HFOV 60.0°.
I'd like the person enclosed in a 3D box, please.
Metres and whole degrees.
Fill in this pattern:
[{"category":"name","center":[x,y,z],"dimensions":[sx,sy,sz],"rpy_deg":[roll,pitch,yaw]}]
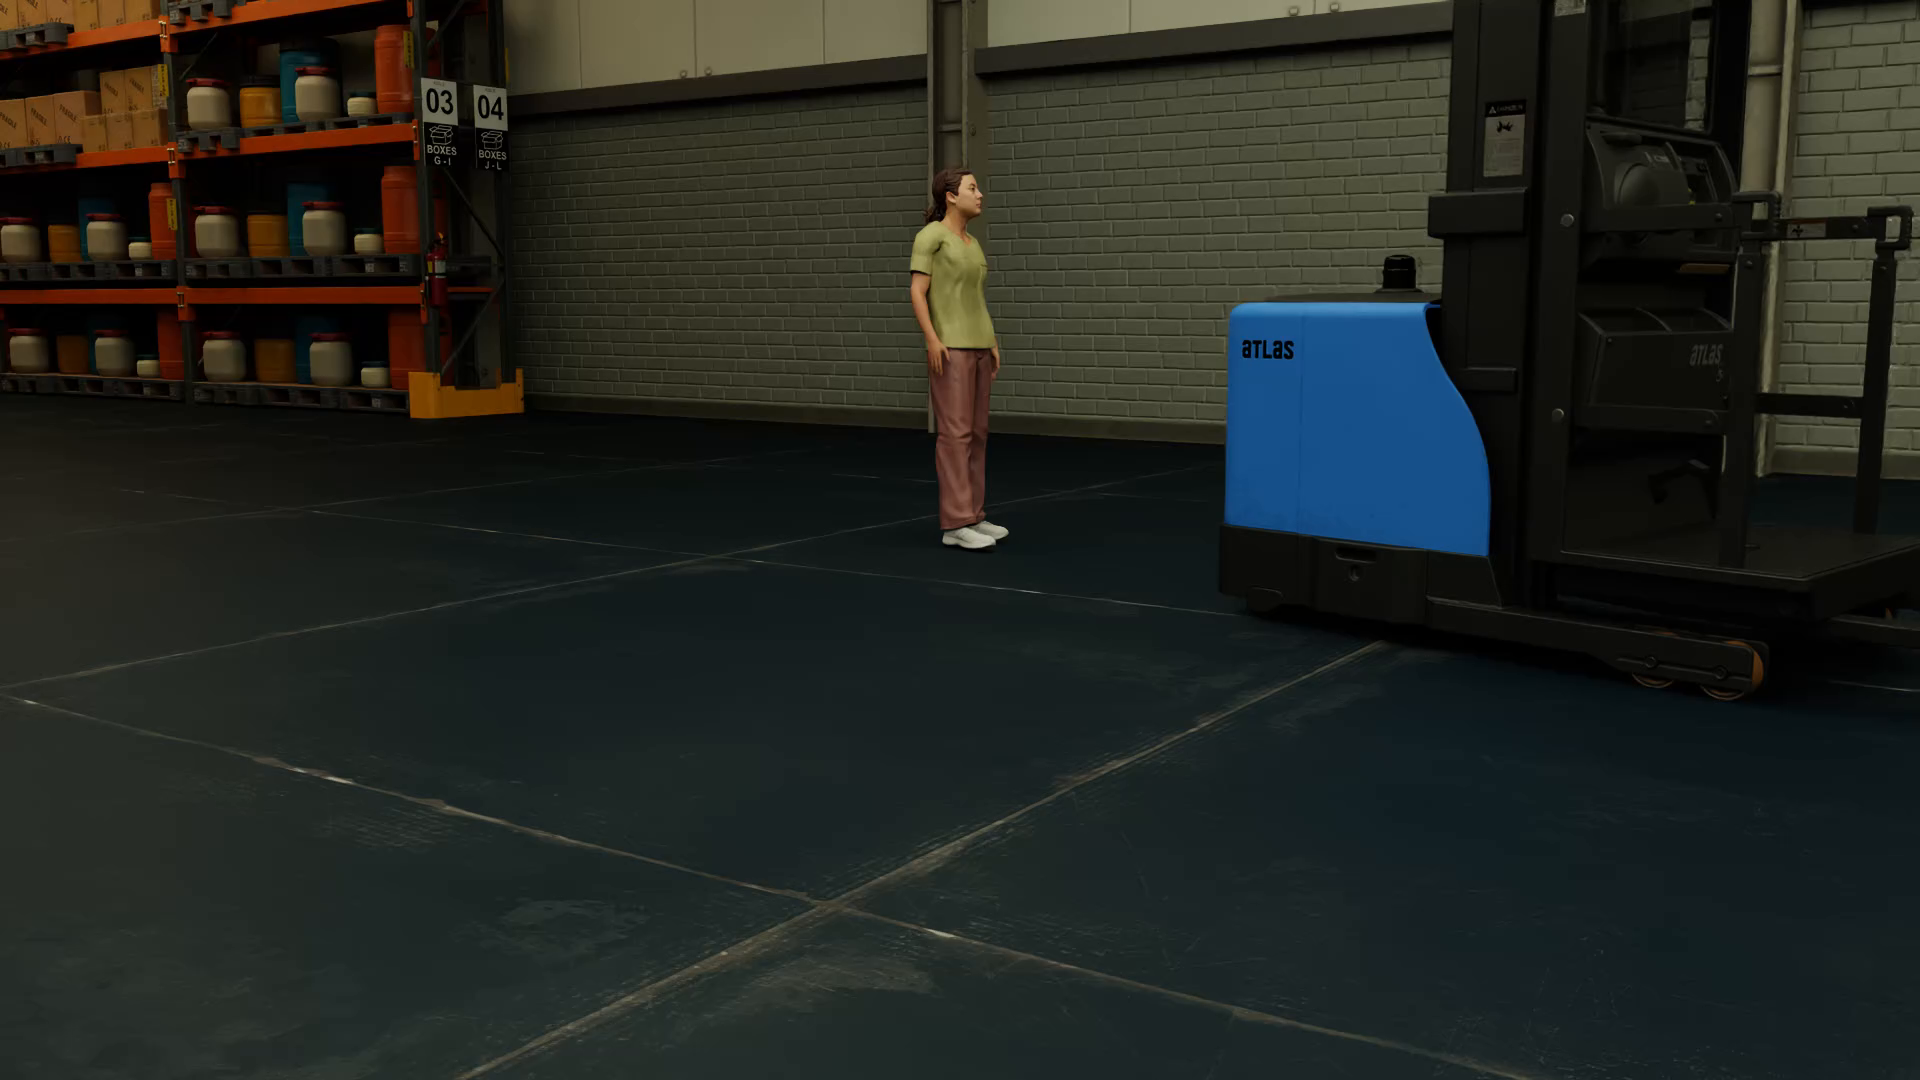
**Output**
[{"category":"person","center":[0.055,-0.830,7.434],"dimensions":[0.548,1.673,0.553],"rpy_deg":[5,10,34]}]

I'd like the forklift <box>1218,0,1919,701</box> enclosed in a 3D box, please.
[{"category":"forklift","center":[2.276,-1.094,4.887],"dimensions":[1.130,2.935,3.031],"rpy_deg":[-7,11,-42]}]
